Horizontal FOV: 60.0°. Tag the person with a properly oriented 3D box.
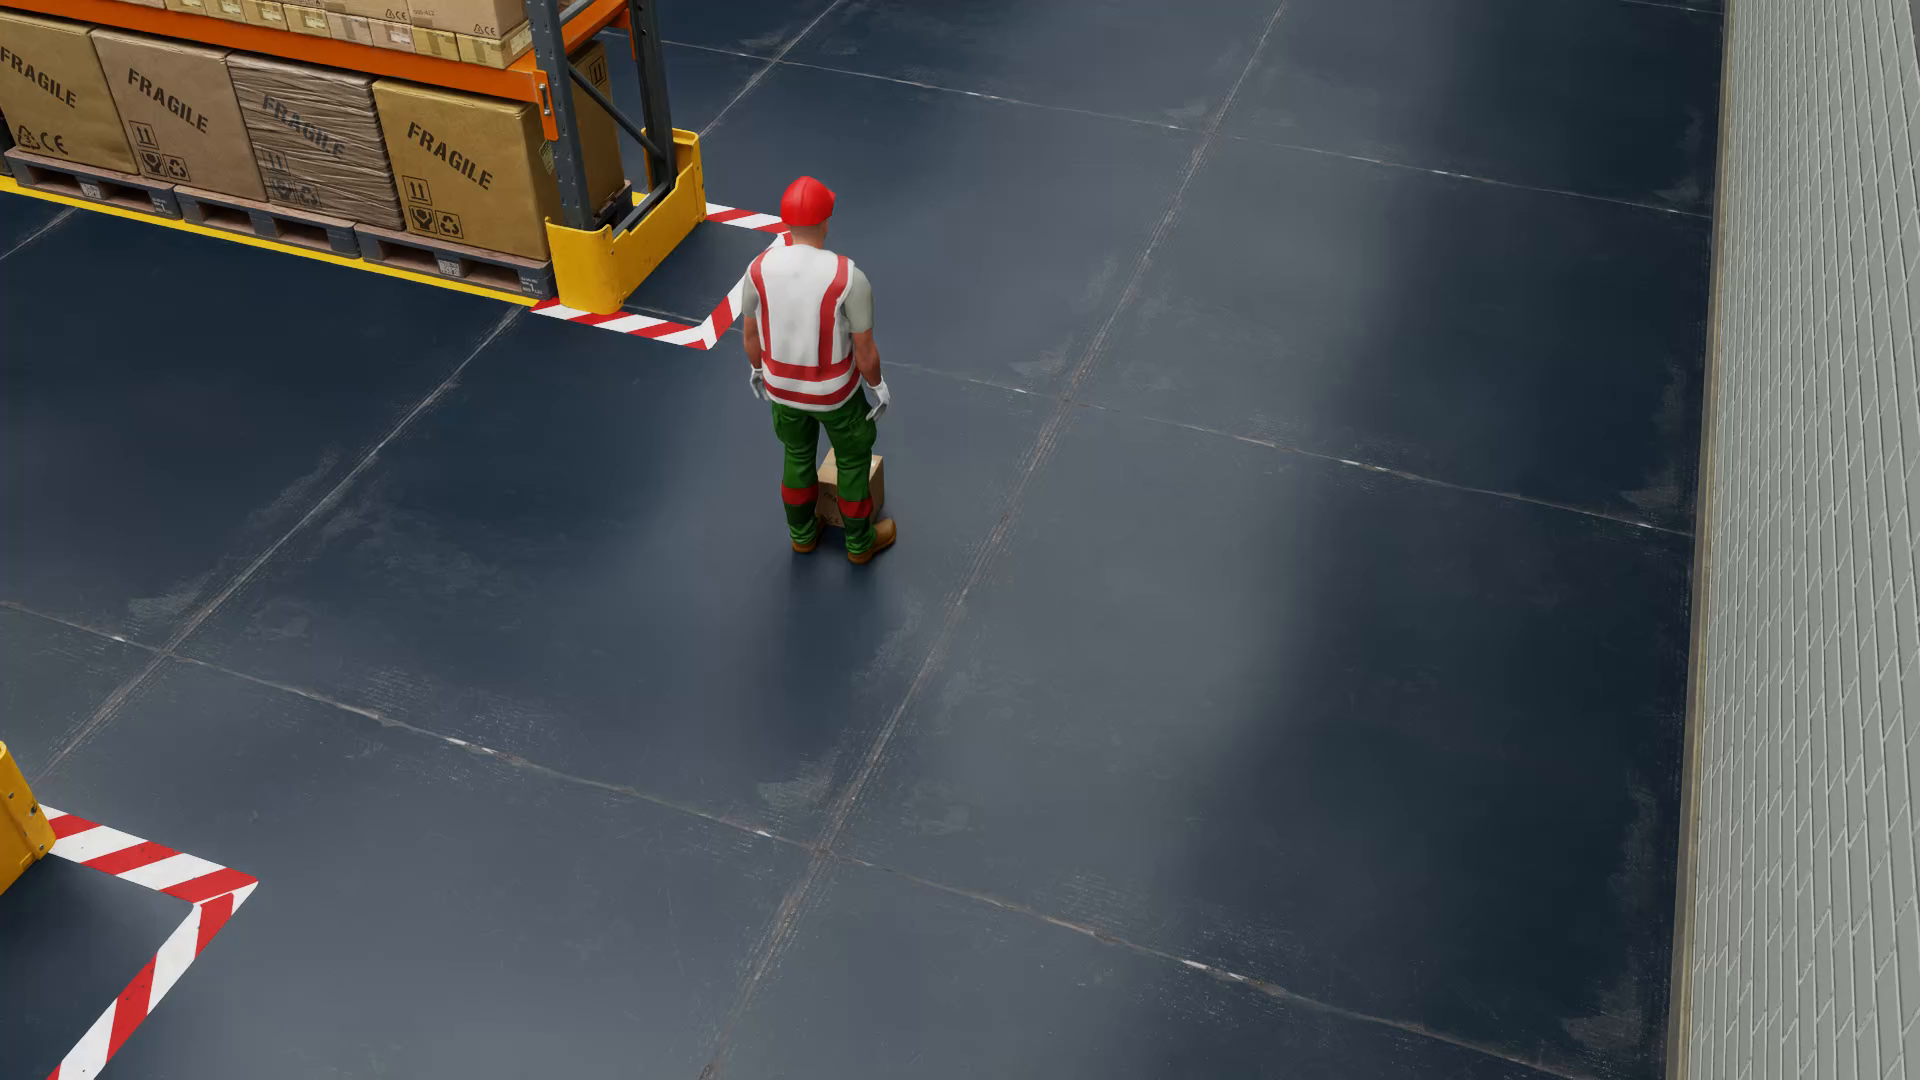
[{"bbox_3d":[-0.587,-0.665,6.911,0.610,1.777,0.452,11,42,13],"label":"person"}]
